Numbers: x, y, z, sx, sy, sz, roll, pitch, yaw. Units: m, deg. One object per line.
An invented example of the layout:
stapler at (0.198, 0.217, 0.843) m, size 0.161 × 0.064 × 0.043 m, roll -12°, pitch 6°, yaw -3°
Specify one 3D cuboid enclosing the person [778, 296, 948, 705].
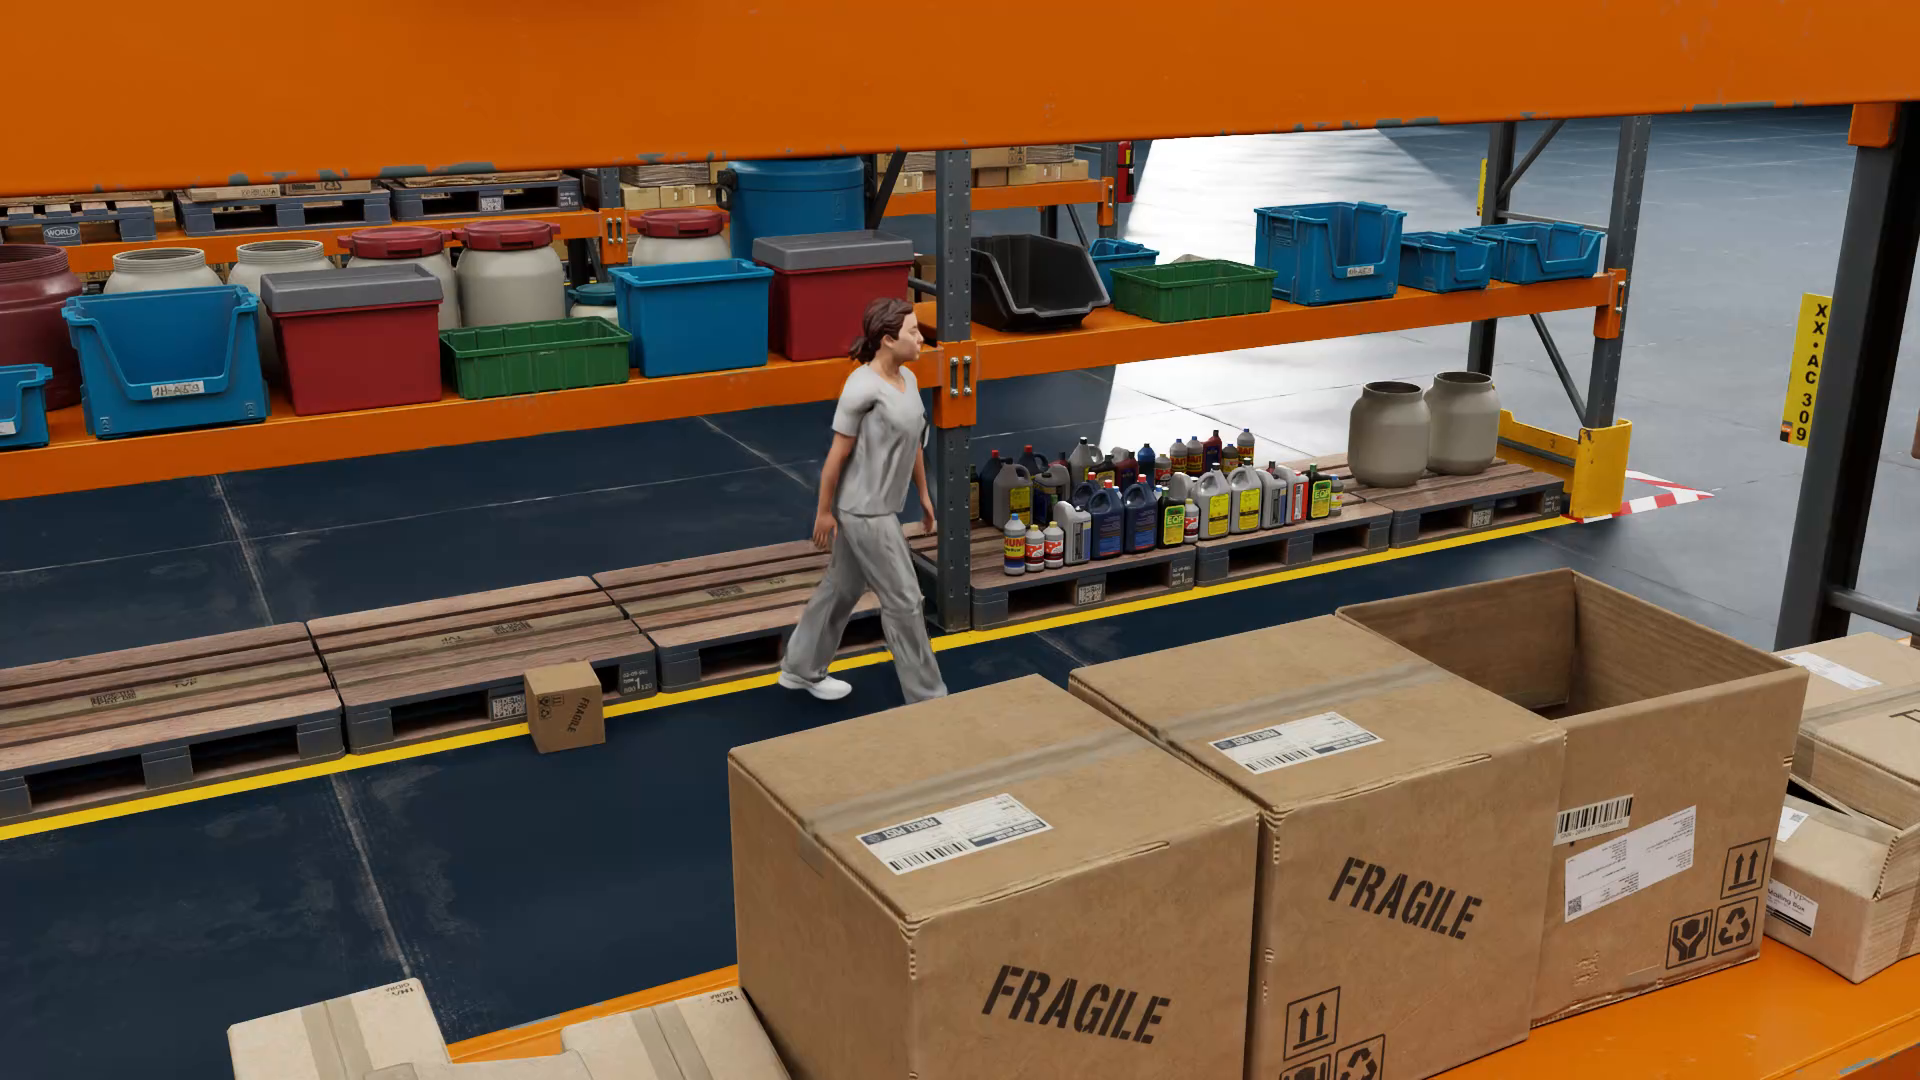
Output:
person at (-0.320, -0.114, 6.413) m, size 0.844 × 1.663 × 0.465 m, roll 5°, pitch 19°, yaw 16°
